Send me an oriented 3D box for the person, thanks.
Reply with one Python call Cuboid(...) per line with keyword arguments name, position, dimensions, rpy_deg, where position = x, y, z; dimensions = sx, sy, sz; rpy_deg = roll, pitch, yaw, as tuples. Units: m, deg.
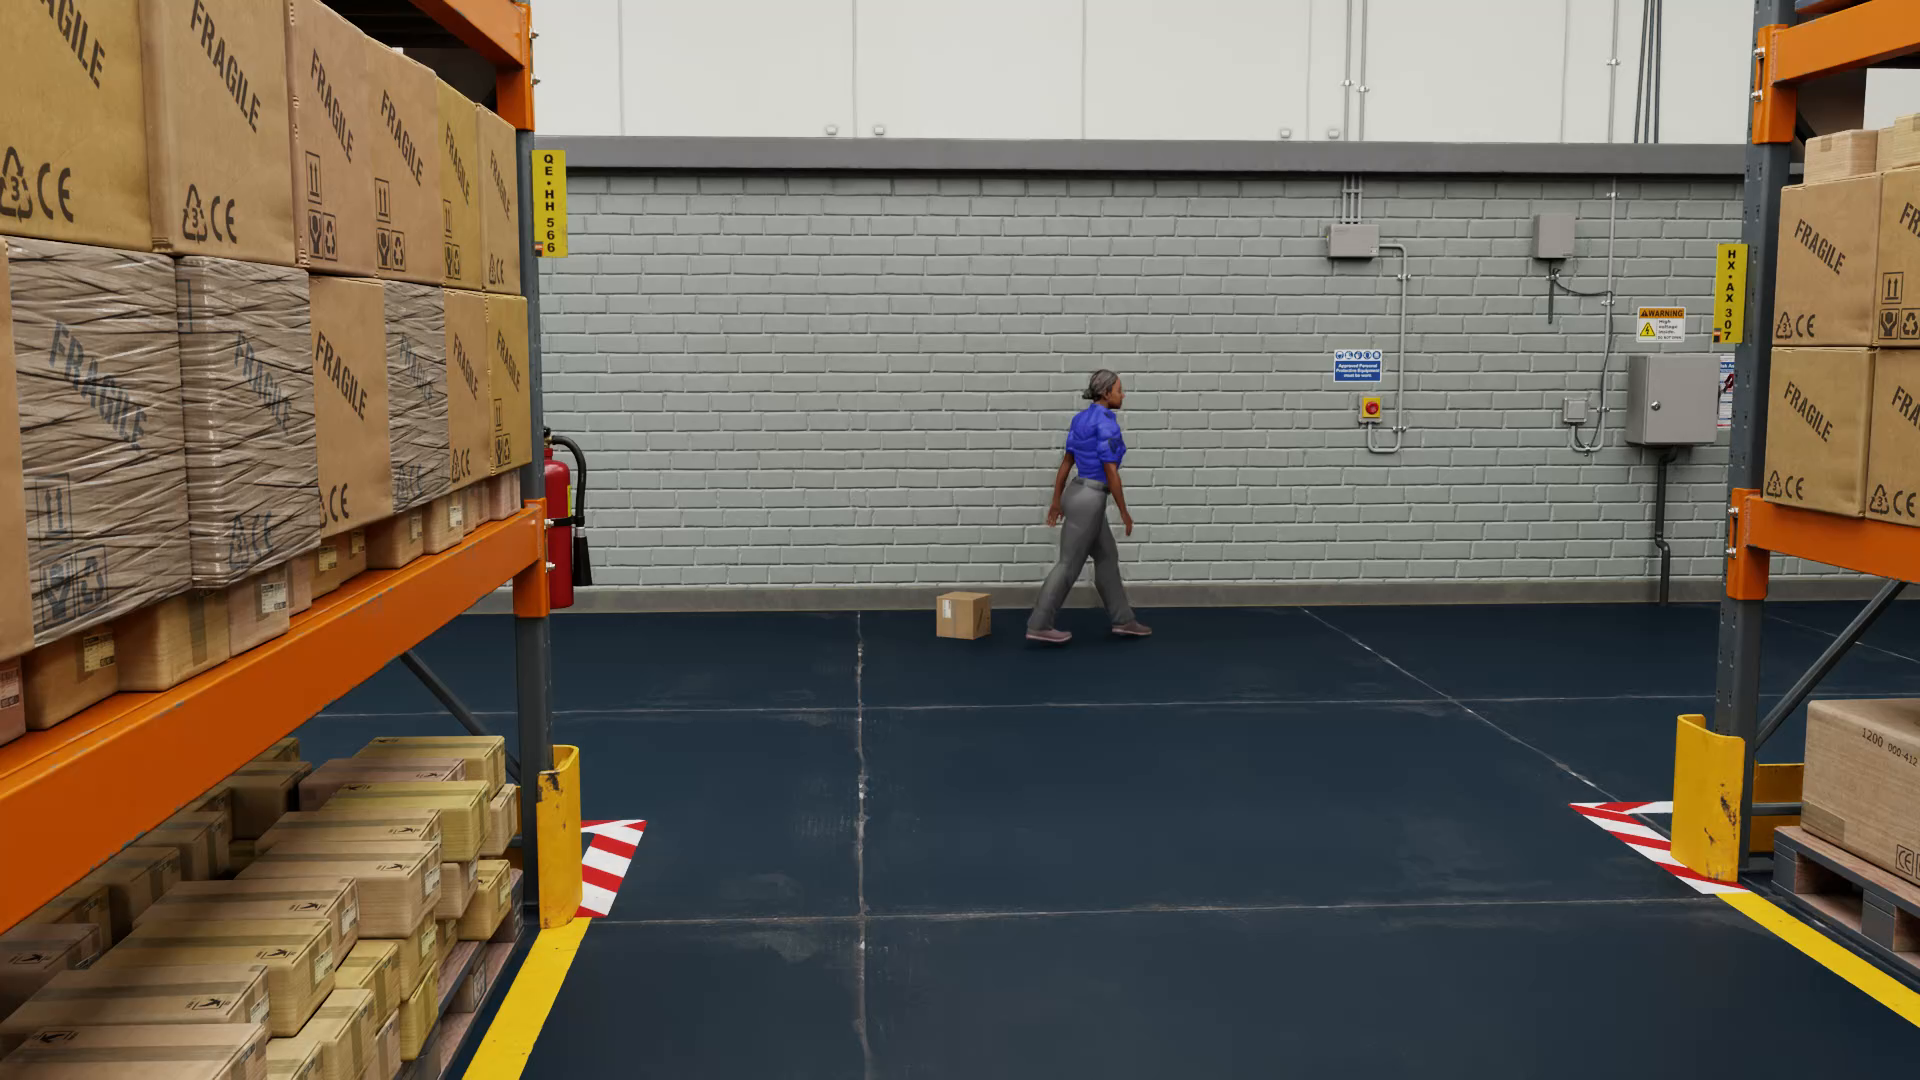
Cuboid(name="person", position=(0.799, -0.195, 9.830), dimensions=(0.860, 1.623, 0.479), rpy_deg=(-2, 7, -14))
